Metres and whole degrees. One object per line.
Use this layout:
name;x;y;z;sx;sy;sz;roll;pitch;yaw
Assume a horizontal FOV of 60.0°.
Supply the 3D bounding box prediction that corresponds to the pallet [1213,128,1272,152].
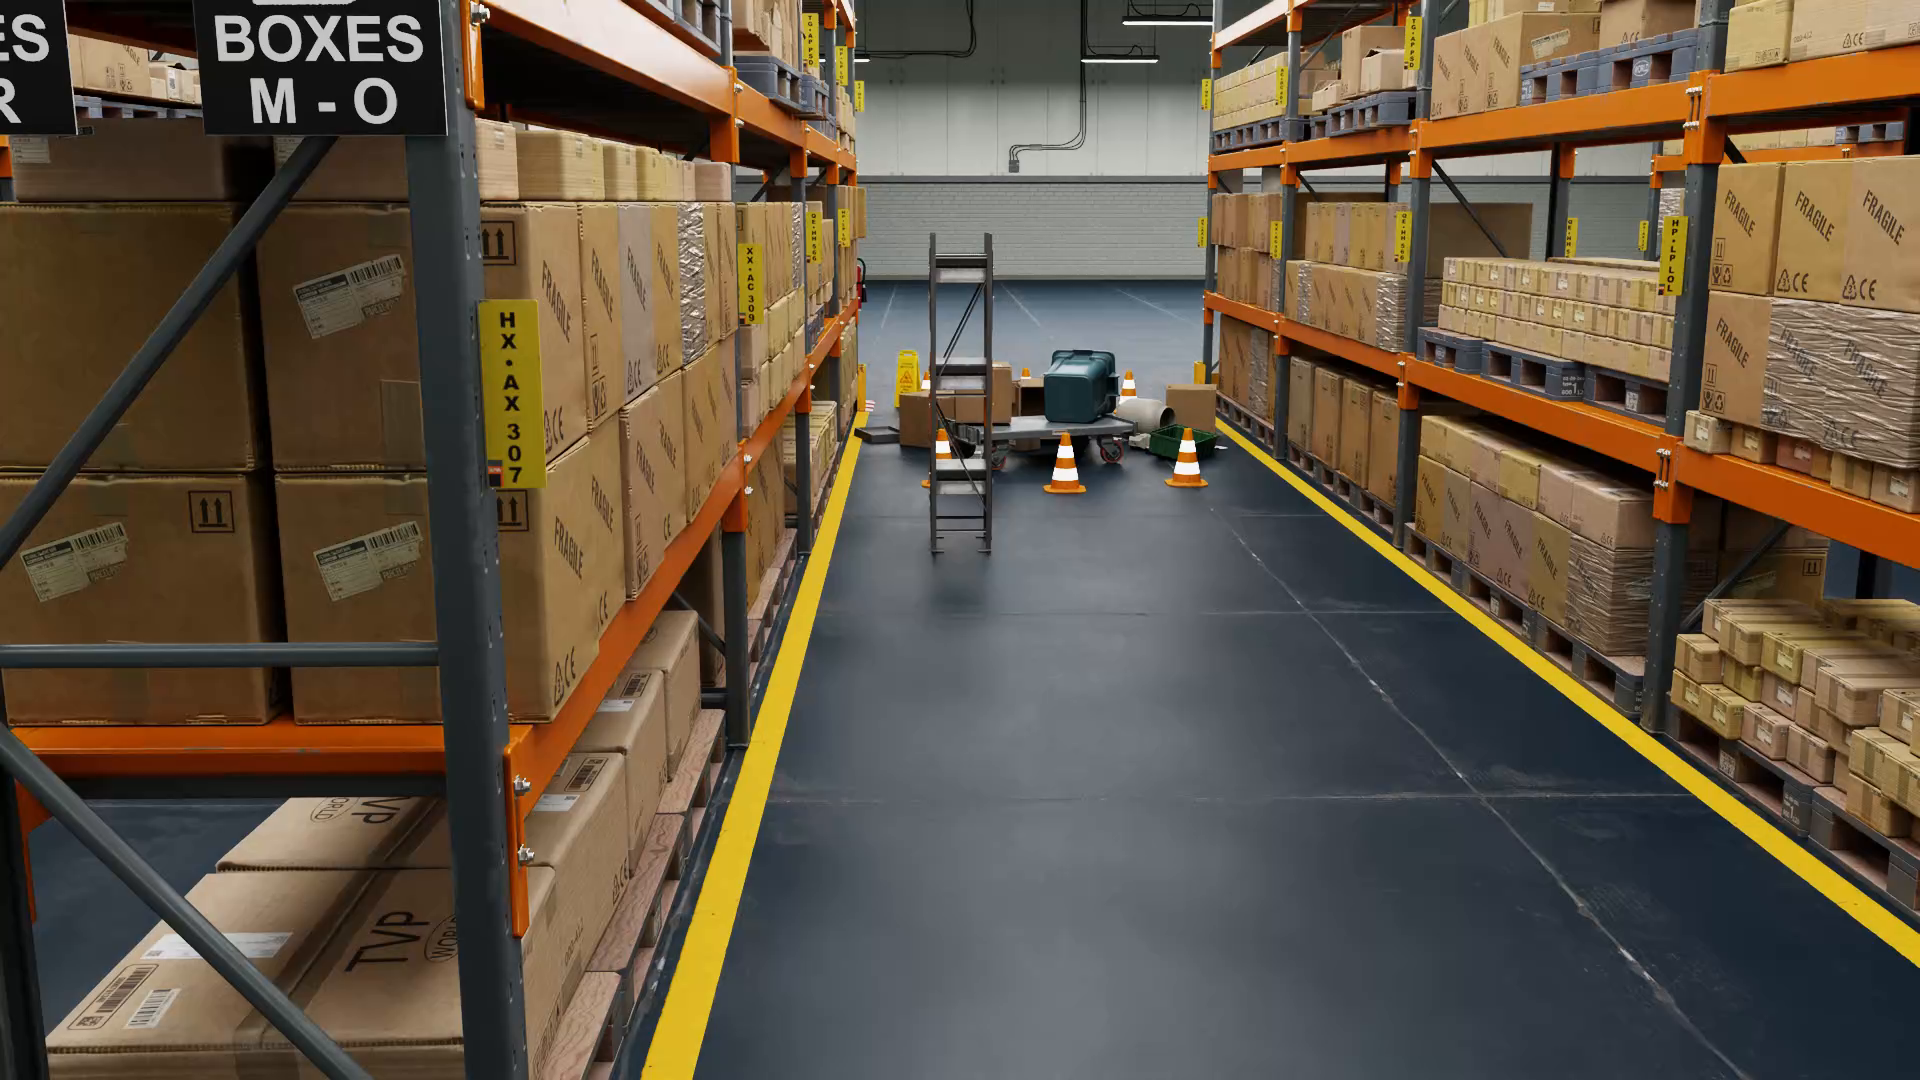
pallet;3.314;-4.287;17.826;1.003;0.211;1.213;0;11;-1

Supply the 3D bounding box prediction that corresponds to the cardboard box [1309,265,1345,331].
cardboard box;3.131;-1.957;13.407;0.500;0.500;0.500;0;11;-1

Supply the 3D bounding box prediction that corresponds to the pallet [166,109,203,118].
pallet;-6.508;-3.352;13.476;0.805;0.209;1.217;-1;11;-3

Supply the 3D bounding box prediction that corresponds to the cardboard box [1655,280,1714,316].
cardboard box;3.332;-1.076;7.397;0.380;0.149;0.250;0;11;1

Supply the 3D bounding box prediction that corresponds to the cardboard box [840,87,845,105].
cardboard box;-1.266;-4.131;15.457;0.380;0.149;0.250;0;11;-2

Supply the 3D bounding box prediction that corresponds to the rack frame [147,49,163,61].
rack frame;-6.539;-5.091;14.023;1.000;3.000;0.127;0;11;-1

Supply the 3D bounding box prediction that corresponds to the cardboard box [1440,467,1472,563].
cardboard box;3.227;-0.157;10.019;0.500;0.500;0.500;0;11;0

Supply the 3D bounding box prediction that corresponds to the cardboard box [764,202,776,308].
cardboard box;-1.179;-1.411;8.202;0.500;0.500;0.500;-1;11;-3

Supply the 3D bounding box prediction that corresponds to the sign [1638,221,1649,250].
sign;7.706;-3.430;18.746;0.100;0.325;0.005;0;11;-1

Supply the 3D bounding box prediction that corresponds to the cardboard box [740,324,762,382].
cardboard box;-1.138;-0.842;7.287;0.500;0.250;0.500;-1;11;-3

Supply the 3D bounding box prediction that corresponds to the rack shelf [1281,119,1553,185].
rack shelf;3.412;-2.933;12.736;1.077;0.370;4.000;0;11;-1

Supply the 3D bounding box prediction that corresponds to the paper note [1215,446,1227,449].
paper note;2.451;-0.888;15.858;0.147;0.020;0.142;-10;15;-40

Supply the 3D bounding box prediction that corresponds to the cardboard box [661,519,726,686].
cardboard box;-1.504;0.130;7.660;0.875;0.875;0.875;0;11;1

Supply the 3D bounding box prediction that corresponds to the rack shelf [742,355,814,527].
rack shelf;-1.452;-0.627;8.916;1.077;0.370;4.000;0;11;-1

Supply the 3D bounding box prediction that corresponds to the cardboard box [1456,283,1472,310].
cardboard box;3.270;-1.495;10.214;0.380;0.149;0.250;0;11;2

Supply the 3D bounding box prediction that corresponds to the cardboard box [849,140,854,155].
cardboard box;-1.334;-4.195;17.782;0.380;0.149;0.250;0;11;-1

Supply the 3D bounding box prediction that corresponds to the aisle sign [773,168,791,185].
aisle sign;-1.970;-4.253;18.439;0.394;0.787;0.004;0;11;-1

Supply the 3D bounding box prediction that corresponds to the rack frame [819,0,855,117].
rack frame;-1.659;-5.908;18.046;1.000;3.000;0.127;0;11;-1

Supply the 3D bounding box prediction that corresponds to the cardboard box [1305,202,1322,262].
cardboard box;3.387;-2.653;14.327;0.700;0.500;0.500;0;11;-2

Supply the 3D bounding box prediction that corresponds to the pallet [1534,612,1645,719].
pallet;3.518;0.589;8.124;1.003;0.211;1.213;0;11;-1

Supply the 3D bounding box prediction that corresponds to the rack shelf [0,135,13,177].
rack shelf;-6.415;-2.076;8.514;1.077;0.370;4.000;0;11;-1

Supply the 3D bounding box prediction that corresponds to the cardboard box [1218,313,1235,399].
cardboard box;3.368;-2.038;18.348;0.875;0.875;0.875;0;11;-1

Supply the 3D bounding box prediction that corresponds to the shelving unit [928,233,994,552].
shelving unit;0.003;-0.996;11.188;0.431;2.100;0.503;0;11;-1

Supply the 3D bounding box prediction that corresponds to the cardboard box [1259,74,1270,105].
cardboard box;3.094;-4.207;15.531;0.500;0.250;0.500;0;11;-1

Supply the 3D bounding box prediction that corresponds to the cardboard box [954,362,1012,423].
cardboard box;0.203;-1.332;14.962;0.500;0.500;0.500;0;11;-1

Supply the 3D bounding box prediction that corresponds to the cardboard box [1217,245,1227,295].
cardboard box;3.341;-3.008;18.464;0.875;0.550;0.550;0;11;-1

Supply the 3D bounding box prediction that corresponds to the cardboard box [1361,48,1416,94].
cardboard box;3.132;-3.306;11.680;0.500;0.311;0.500;0;11;-1

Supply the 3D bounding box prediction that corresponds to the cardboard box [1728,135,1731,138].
cardboard box;8.024;-4.107;17.092;0.500;0.250;0.500;0;11;-1

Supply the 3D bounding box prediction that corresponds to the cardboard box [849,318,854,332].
cardboard box;-1.305;-2.230;17.351;0.380;0.149;0.250;0;11;0

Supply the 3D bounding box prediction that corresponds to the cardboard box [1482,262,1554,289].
cardboard box;3.283;-1.545;9.707;0.380;0.149;0.250;-1;11;-4

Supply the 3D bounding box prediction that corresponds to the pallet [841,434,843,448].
pallet;-1.625;-0.939;15.658;1.003;0.211;1.213;0;11;-1

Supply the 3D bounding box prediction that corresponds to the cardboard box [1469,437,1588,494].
cardboard box;3.233;-0.429;9.473;0.500;0.250;0.500;0;11;-1

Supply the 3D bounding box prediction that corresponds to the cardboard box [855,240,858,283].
cardboard box;-1.372;-3.056;18.077;0.500;0.500;0.500;0;11;-2

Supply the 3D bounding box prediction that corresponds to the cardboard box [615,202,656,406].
cardboard box;-1.090;-0.628;4.343;0.500;0.500;0.500;0;11;-2

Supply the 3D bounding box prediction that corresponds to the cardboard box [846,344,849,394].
cardboard box;-1.341;-1.623;15.988;0.500;0.500;0.500;0;11;1

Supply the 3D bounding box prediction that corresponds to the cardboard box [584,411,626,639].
cardboard box;-1.089;-0.033;3.927;0.500;0.500;0.500;0;11;-2

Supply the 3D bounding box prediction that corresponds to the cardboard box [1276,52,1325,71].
cardboard box;3.044;-4.277;14.870;0.380;0.149;0.250;0;11;-2

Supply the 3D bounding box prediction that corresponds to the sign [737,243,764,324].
sign;-0.856;-1.048;6.804;0.100;0.325;0.005;0;11;-1

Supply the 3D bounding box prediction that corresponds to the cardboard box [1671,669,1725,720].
cardboard box;3.222;0.642;6.962;0.380;0.149;0.250;-1;11;-4

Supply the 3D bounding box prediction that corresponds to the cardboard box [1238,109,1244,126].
cardboard box;3.007;-4.239;16.689;0.380;0.149;0.250;0;11;-1

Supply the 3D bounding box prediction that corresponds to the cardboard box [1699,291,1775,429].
cardboard box;3.294;-0.718;6.554;0.500;0.500;0.500;0;11;-2

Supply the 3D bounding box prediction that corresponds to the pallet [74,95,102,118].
pallet;-6.560;-2.868;11.084;1.213;0.211;1.003;0;11;1

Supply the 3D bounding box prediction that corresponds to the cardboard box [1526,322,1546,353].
cardboard box;3.294;-1.095;8.990;0.380;0.149;0.250;-1;11;-3

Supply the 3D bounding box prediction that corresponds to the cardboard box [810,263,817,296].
cardboard box;-1.289;-1.972;11.679;0.500;0.500;0.500;0;11;2

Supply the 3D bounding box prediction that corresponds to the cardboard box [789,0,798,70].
cardboard box;-1.283;-2.906;9.488;0.700;0.500;0.500;-1;11;-4

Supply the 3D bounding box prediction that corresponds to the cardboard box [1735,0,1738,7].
cardboard box;3.638;-2.423;7.108;0.700;0.500;0.500;0;11;-1

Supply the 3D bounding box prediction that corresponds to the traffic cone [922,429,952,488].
traffic cone;-0.151;-0.689;13.789;0.336;0.463;0.334;0;11;-1

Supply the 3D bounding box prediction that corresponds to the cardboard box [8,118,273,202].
cardboard box;-1.536;-0.715;3.139;0.380;0.149;0.250;0;11;0

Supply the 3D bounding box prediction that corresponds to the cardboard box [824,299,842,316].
cardboard box;-1.262;-2.113;15.063;0.380;0.149;0.250;0;11;-1

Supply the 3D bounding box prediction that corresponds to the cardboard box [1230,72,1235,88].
cardboard box;2.997;-4.731;17.108;0.380;0.149;0.250;0;11;-2

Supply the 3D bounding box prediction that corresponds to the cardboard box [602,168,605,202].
cardboard box;-1.108;-0.924;4.171;0.380;0.149;0.250;0;11;-1

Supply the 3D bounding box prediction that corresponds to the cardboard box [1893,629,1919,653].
cardboard box;3.861;0.447;6.430;0.380;0.149;0.250;0;11;-2

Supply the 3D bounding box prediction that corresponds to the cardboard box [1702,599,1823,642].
cardboard box;3.336;0.346;6.925;0.380;0.149;0.250;0;11;1

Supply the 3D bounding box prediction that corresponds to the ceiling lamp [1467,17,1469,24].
ceiling lamp;11.335;-12.069;33.732;2.000;3.185;0.800;0;11;-1

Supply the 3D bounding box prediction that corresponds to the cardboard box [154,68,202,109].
cardboard box;-6.280;-3.690;13.574;0.500;0.311;0.500;-1;11;-3

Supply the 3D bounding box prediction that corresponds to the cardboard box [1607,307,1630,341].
cardboard box;3.321;-1.031;7.925;0.380;0.149;0.250;0;11;1
